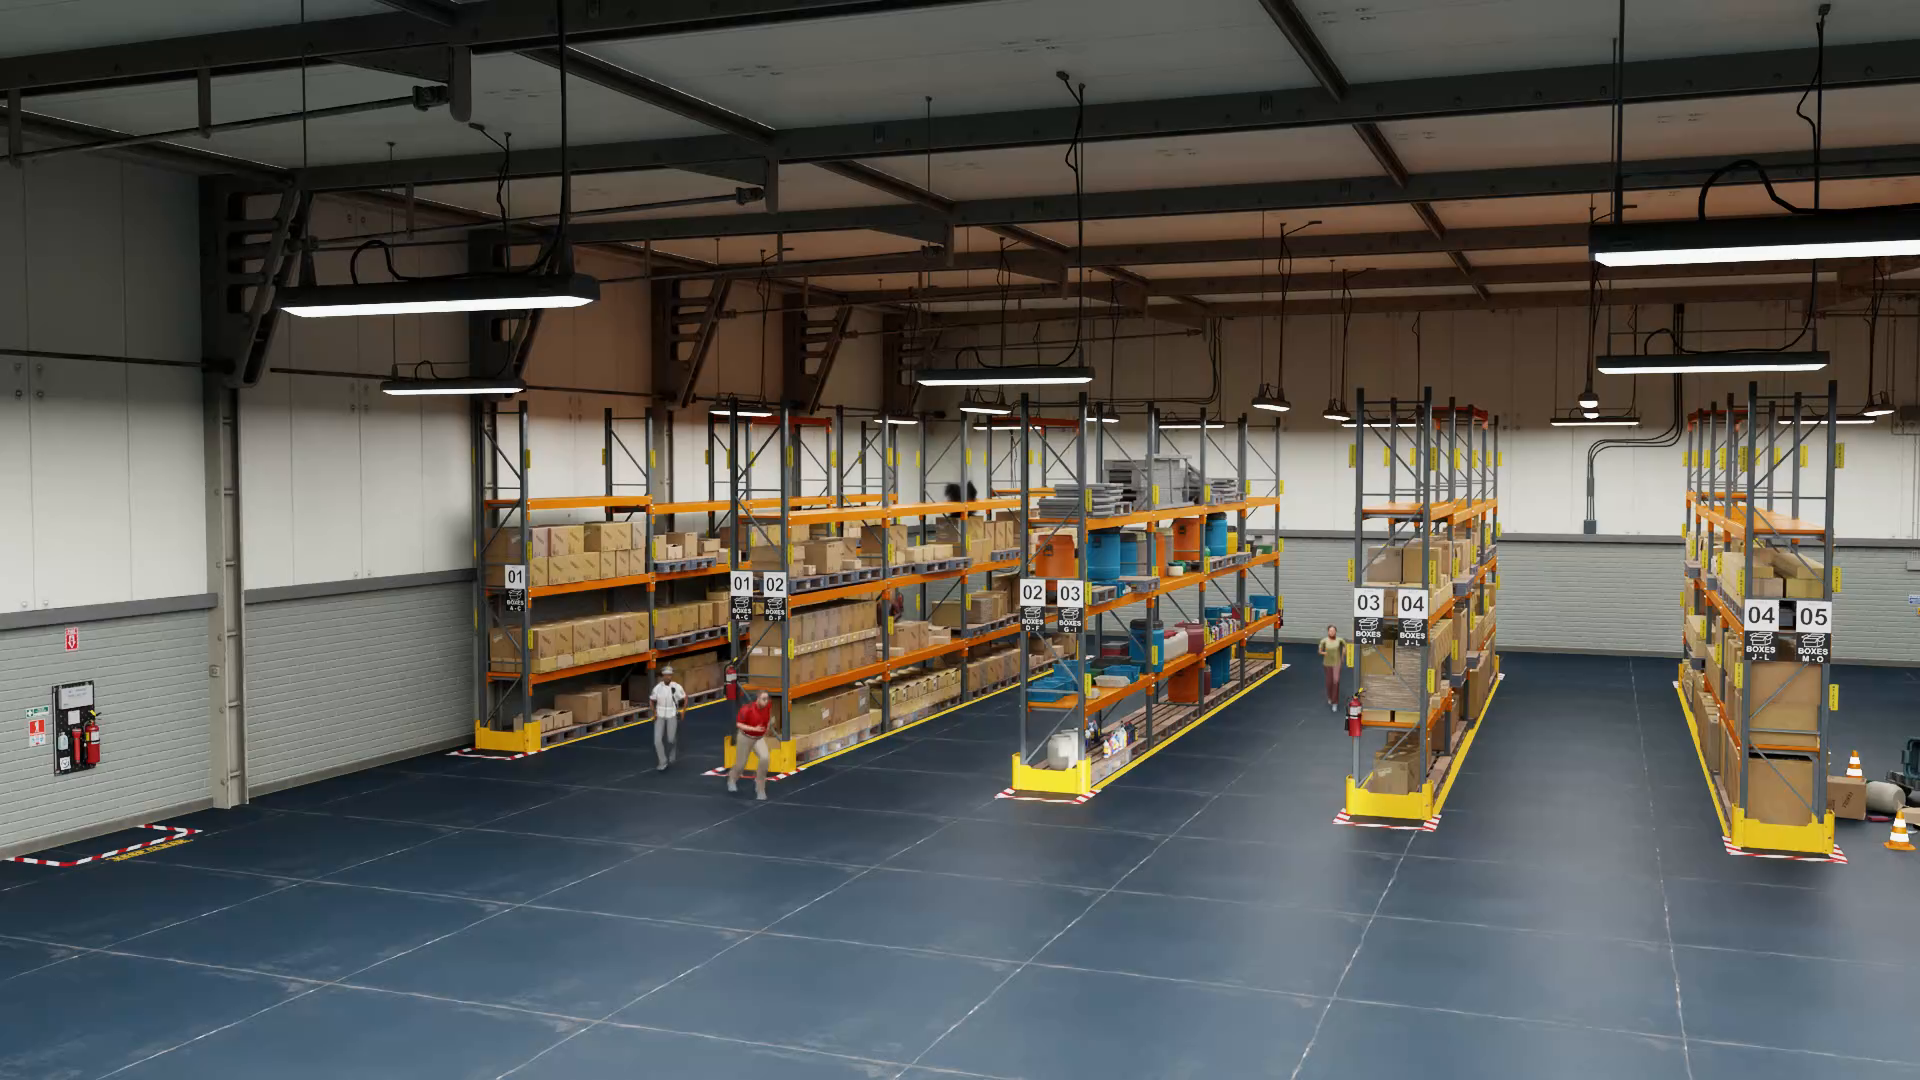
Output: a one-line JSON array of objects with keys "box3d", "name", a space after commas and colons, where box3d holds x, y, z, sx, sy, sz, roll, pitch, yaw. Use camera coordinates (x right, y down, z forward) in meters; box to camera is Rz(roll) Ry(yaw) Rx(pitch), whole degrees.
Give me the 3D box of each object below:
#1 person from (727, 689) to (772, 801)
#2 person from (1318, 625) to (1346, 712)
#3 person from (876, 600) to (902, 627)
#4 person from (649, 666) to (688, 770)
[{"box3d": [-3.107, 3.020, 24.634, 0.705, 1.696, 1.025, -2, 4, -41], "name": "person"}, {"box3d": [7.452, 2.537, 33.338, 0.529, 1.696, 0.887, 1, 3, 19], "name": "person"}, {"box3d": [-1.700, 2.051, 38.701, 0.751, 1.791, 0.869, 1, 3, 21], "name": "person"}, {"box3d": [-4.749, 2.888, 26.982, 0.621, 1.690, 0.483, 0, 3, 0], "name": "person"}]
